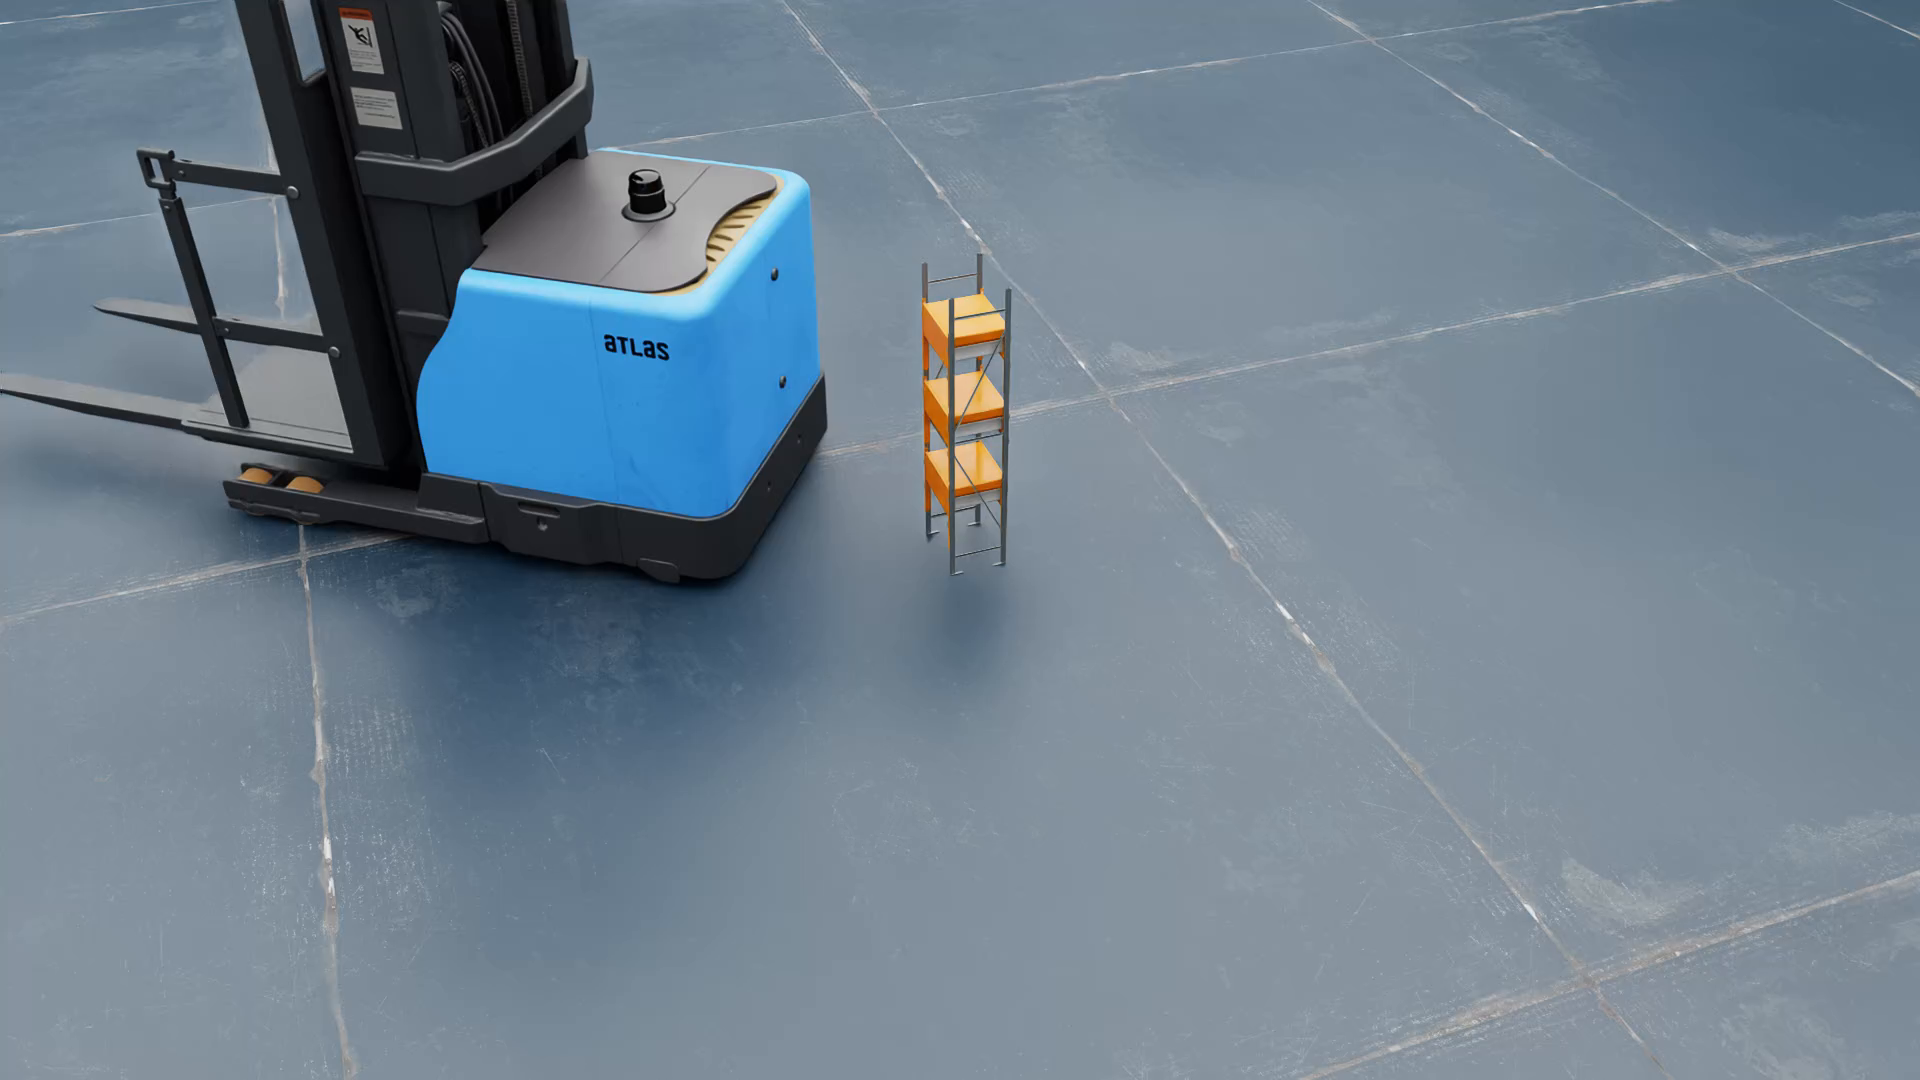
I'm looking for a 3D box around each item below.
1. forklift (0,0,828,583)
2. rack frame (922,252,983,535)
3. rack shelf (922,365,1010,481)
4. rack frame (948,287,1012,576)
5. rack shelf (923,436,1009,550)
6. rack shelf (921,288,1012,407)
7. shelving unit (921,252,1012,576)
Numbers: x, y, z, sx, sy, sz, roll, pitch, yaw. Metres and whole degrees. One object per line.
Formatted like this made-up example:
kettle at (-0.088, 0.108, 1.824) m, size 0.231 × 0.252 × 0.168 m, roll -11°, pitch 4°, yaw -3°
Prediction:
forklift at (-2.068, -1.519, 5.331) m, size 3.031 × 2.935 × 1.130 m, roll 10°, pitch 38°, yaw 12°
rack frame at (-0.024, -0.458, 5.485) m, size 0.200 × 1.050 × 0.008 m, roll -12°, pitch 39°, yaw -16°
rack shelf at (0.018, -0.381, 5.400) m, size 0.215 × 0.259 × 0.240 m, roll -12°, pitch 39°, yaw -16°
rack frame at (0.060, -0.320, 5.302) m, size 0.200 × 1.050 × 0.008 m, roll -12°, pitch 39°, yaw -16°
rack shelf at (0.018, -0.159, 5.568) m, size 0.215 × 0.259 × 0.240 m, roll -12°, pitch 39°, yaw -16°
rack shelf at (0.018, -0.607, 5.230) m, size 0.215 × 0.259 × 0.240 m, roll -12°, pitch 39°, yaw -16°
shelving unit at (0.018, -0.389, 5.394) m, size 0.215 × 1.050 × 0.252 m, roll -12°, pitch 39°, yaw -16°
